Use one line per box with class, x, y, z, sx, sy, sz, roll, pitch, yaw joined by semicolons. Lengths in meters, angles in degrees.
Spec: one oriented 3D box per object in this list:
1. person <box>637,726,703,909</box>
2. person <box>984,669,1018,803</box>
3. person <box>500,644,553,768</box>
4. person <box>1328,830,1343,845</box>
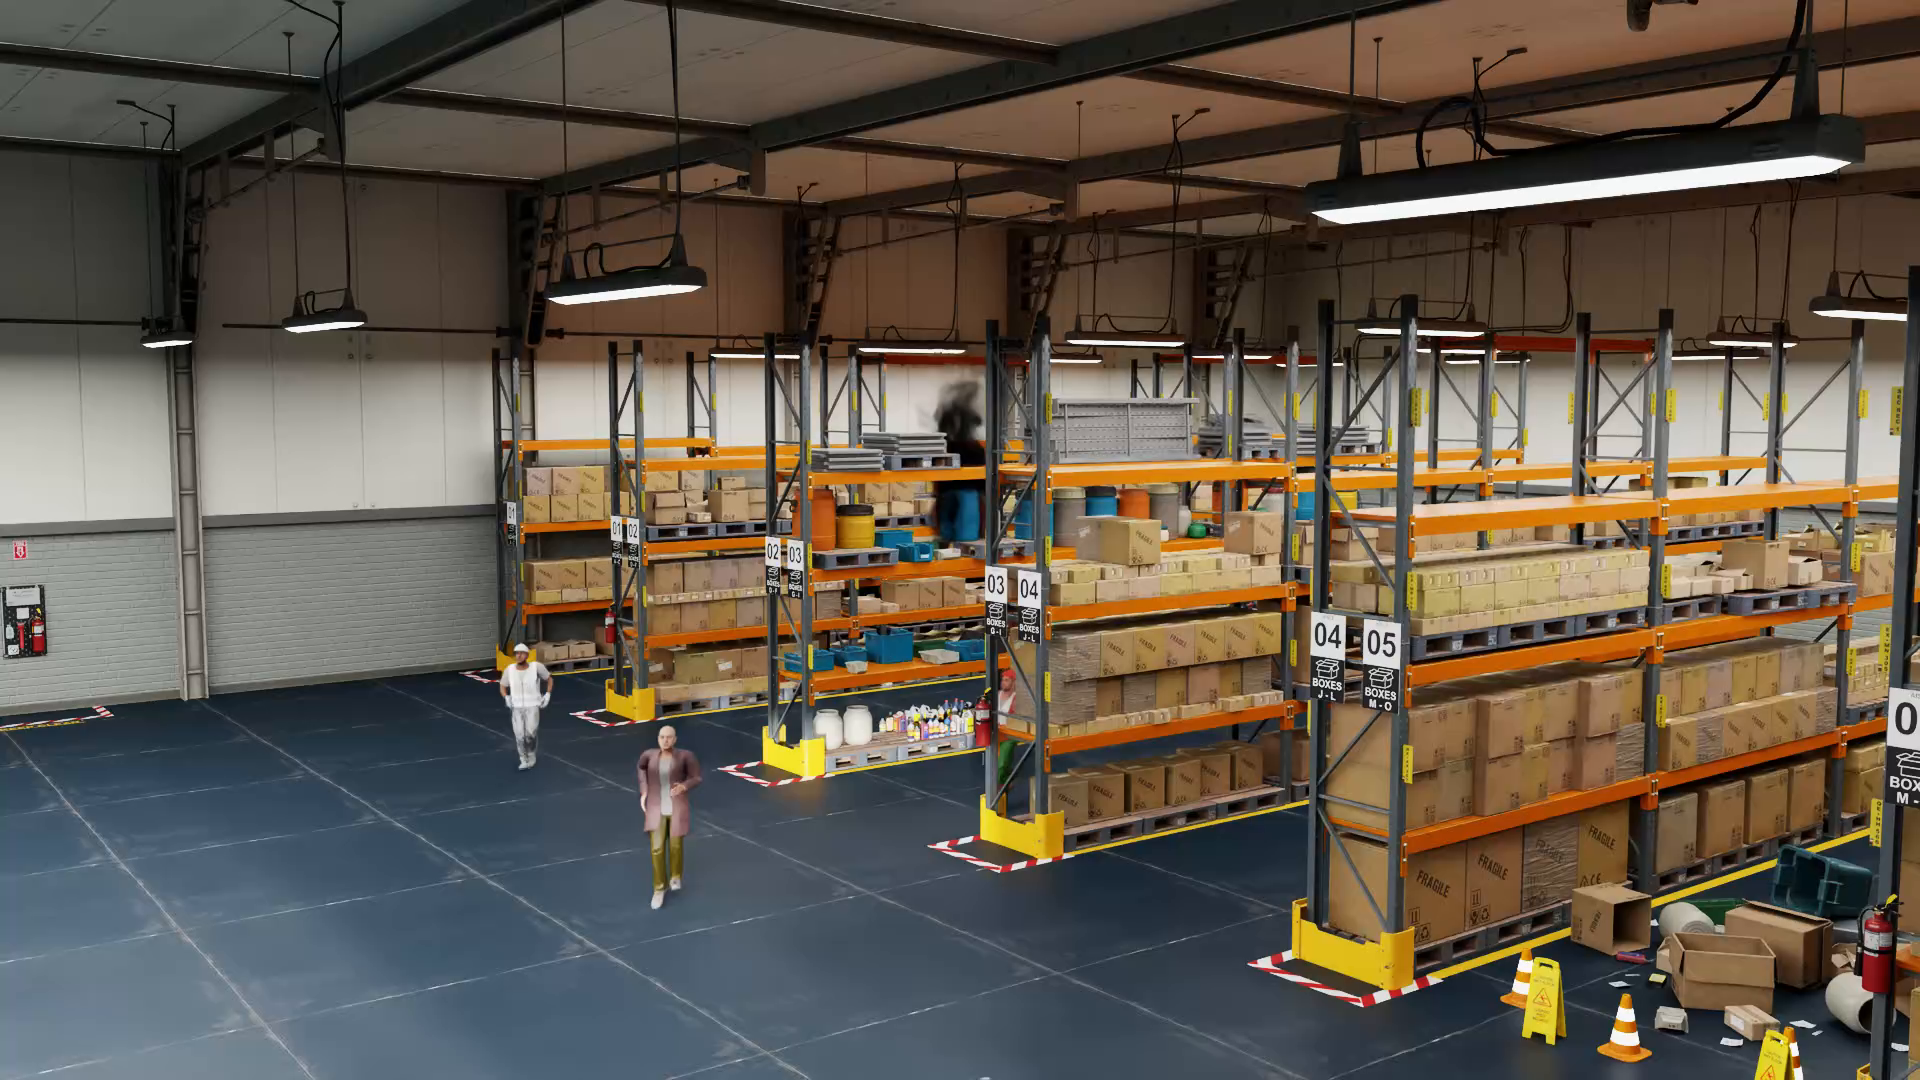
person;-2.966;2.801;16.987;0.689;1.846;0.848;-1;5;-6
person;0.580;2.476;20.747;0.646;1.727;0.644;4;6;37
person;-5.963;2.291;22.791;0.695;1.737;0.568;0;5;-5
person;4.150;2.800;17.503;0.650;1.680;0.652;5;7;42
